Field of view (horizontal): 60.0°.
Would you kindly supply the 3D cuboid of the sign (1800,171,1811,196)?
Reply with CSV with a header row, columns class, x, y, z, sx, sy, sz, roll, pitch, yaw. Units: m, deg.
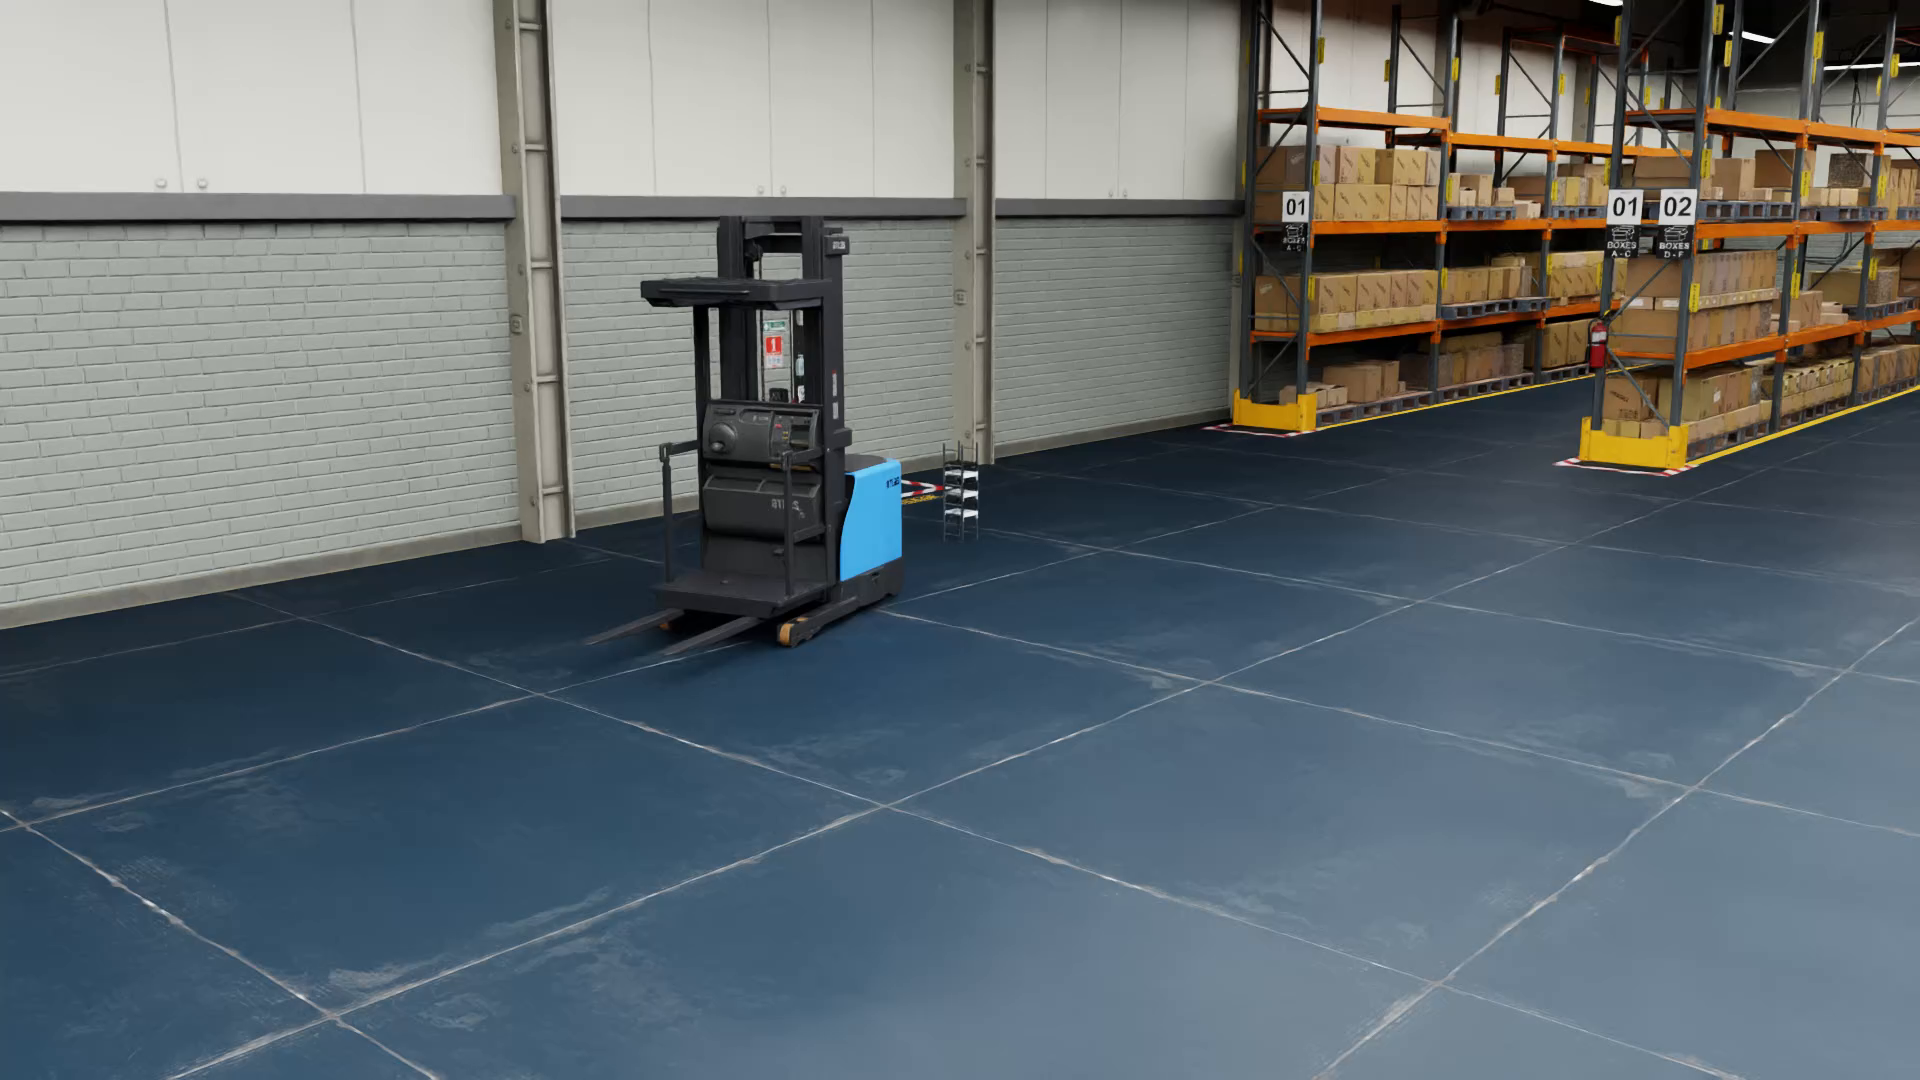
class,x,y,z,sx,sy,sz,roll,pitch,yaw
sign,11.097,-4.678,21.832,0.100,0.325,0.005,10,15,40

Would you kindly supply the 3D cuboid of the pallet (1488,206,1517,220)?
class,x,y,z,sx,sy,sz,roll,pitch,yaw
pallet,8.125,-5.235,26.622,1.213,0.211,1.003,10,15,40

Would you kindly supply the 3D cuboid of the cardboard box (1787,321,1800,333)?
class,x,y,z,sx,sy,sz,roll,pitch,yaw
cardboard box,11.418,-2.967,23.087,0.380,0.149,0.250,10,15,40

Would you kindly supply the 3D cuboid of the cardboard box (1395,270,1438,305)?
class,x,y,z,sx,sy,sz,roll,pitch,yaw
cardboard box,6.876,-3.820,25.137,0.500,0.500,0.500,10,15,40

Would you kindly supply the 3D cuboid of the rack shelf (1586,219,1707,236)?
class,x,y,z,sx,sy,sz,roll,pitch,yaw
rack shelf,13.557,-6.215,32.889,1.077,0.370,4.000,10,15,40

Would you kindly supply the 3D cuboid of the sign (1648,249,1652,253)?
class,x,y,z,sx,sy,sz,roll,pitch,yaw
sign,14.464,-5.928,34.856,0.100,0.325,0.005,10,15,40

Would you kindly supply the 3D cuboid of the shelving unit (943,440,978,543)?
class,x,y,z,sx,sy,sz,roll,pitch,yaw
shelving unit,0.005,-0.442,15.168,0.258,0.900,0.210,10,15,40

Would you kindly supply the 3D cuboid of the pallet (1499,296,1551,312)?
class,x,y,z,sx,sy,sz,roll,pitch,yaw
pallet,9.206,-4.002,28.117,1.213,0.211,1.003,10,15,40

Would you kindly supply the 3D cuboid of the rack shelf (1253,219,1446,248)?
class,x,y,z,sx,sy,sz,roll,pitch,yaw
rack shelf,5.635,-4.450,24.049,1.077,0.370,4.000,10,15,40

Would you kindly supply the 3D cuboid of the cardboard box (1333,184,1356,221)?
class,x,y,z,sx,sy,sz,roll,pitch,yaw
cardboard box,5.105,-4.659,22.951,0.500,0.500,0.500,-11,16,-44

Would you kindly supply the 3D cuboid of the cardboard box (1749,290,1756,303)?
class,x,y,z,sx,sy,sz,roll,pitch,yaw
cardboard box,9.988,-3.136,21.381,0.380,0.149,0.250,10,15,40

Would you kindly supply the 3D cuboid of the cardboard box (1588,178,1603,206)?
class,x,y,z,sx,sy,sz,roll,pitch,yaw
cardboard box,11.254,-6.333,30.263,0.700,0.500,0.500,9,15,39

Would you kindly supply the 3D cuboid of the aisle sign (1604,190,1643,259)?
class,x,y,z,sx,sy,sz,roll,pitch,yaw
aisle sign,7.775,-3.701,19.483,0.394,0.787,0.004,10,15,40

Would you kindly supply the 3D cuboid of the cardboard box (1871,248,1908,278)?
class,x,y,z,sx,sy,sz,roll,pitch,yaw
cardboard box,16.099,-4.810,28.867,0.500,0.500,0.500,10,15,41

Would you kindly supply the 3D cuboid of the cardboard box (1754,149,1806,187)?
class,x,y,z,sx,sy,sz,roll,pitch,yaw
cardboard box,11.116,-5.043,22.577,0.500,0.500,0.500,10,15,41

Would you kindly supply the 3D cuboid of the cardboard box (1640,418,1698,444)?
class,x,y,z,sx,sy,sz,roll,pitch,yaw
cardboard box,8.560,-1.305,20.075,0.500,0.250,0.500,10,15,40

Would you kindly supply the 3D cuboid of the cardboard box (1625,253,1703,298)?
class,x,y,z,sx,sy,sz,roll,pitch,yaw
cardboard box,8.391,-3.158,19.833,0.700,0.500,0.500,10,15,41

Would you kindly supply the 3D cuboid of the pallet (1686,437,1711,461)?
class,x,y,z,sx,sy,sz,roll,pitch,yaw
pallet,8.512,-1.148,20.459,1.003,0.211,1.213,10,15,40

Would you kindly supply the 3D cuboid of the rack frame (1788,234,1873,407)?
class,x,y,z,sx,sy,sz,roll,pitch,yaw
rack frame,13.320,-3.575,25.489,1.000,3.000,0.127,10,15,40

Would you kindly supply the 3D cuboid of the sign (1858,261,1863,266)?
class,x,y,z,sx,sy,sz,roll,pitch,yaw
sign,15.547,-4.657,28.696,0.100,0.325,0.005,10,15,40

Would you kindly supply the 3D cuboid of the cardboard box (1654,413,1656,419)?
class,x,y,z,sx,sy,sz,roll,pitch,yaw
cardboard box,8.492,-1.447,20.786,0.500,0.250,0.500,10,15,40

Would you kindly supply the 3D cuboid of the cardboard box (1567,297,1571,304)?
class,x,y,z,sx,sy,sz,roll,pitch,yaw
cardboard box,10.637,-4.276,29.590,0.380,0.149,0.250,10,15,42

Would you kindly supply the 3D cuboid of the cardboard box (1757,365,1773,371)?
class,x,y,z,sx,sy,sz,roll,pitch,yaw
cardboard box,11.401,-2.366,23.953,0.500,0.311,0.500,10,15,40

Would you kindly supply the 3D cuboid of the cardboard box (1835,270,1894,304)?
class,x,y,z,sx,sy,sz,roll,pitch,yaw
cardboard box,14.398,-4.047,26.525,0.500,0.500,0.700,-9,14,-37

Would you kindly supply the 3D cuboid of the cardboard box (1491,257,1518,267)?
class,x,y,z,sx,sy,sz,roll,pitch,yaw
cardboard box,9.190,-4.693,28.056,0.380,0.149,0.250,7,13,31

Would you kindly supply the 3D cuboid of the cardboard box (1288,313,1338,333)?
class,x,y,z,sx,sy,sz,roll,pitch,yaw
cardboard box,4.876,-3.004,22.966,0.500,0.250,0.500,9,15,39

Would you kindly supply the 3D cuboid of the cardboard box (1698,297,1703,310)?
class,x,y,z,sx,sy,sz,roll,pitch,yaw
cardboard box,8.632,-2.834,19.868,0.380,0.149,0.250,9,15,39

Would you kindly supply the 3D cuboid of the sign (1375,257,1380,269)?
class,x,y,z,sx,sy,sz,roll,pitch,yaw
sign,6.536,-4.265,25.989,0.100,0.325,0.005,10,15,40

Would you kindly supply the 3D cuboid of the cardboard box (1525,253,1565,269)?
class,x,y,z,sx,sy,sz,roll,pitch,yaw
cardboard box,10.108,-4.825,28.767,0.500,0.250,0.500,10,15,42

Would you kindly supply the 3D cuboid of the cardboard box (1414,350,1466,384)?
class,x,y,z,sx,sy,sz,roll,pitch,yaw
cardboard box,7.732,-2.809,26.914,0.700,0.500,0.500,9,15,39

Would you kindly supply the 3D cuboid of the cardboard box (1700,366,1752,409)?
class,x,y,z,sx,sy,sz,roll,pitch,yaw
cardboard box,9.871,-1.969,21.482,0.500,0.500,0.500,10,15,40

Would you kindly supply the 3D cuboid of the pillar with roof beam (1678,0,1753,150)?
class,x,y,z,sx,sy,sz,roll,pitch,yaw
pillar with roof beam,19.243,-8.286,33.760,9.100,9.000,0.548,10,15,40

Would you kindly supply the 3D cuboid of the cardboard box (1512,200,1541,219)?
class,x,y,z,sx,sy,sz,roll,pitch,yaw
cardboard box,9.324,-5.511,27.700,0.500,0.311,0.500,10,15,40

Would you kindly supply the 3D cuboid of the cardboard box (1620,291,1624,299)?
class,x,y,z,sx,sy,sz,roll,pitch,yaw
cardboard box,12.226,-4.603,31.229,0.380,0.149,0.250,10,15,41

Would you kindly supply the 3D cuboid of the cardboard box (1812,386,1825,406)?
class,x,y,z,sx,sy,sz,roll,pitch,yaw
cardboard box,12.146,-2.097,24.040,0.500,0.250,0.500,10,15,41

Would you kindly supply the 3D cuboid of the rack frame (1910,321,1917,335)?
class,x,y,z,sx,sy,sz,roll,pitch,yaw
rack frame,18.600,-4.752,31.382,1.000,3.000,0.127,10,15,40

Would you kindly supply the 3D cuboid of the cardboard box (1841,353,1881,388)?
class,x,y,z,sx,sy,sz,roll,pitch,yaw
cardboard box,14.176,-2.672,26.230,0.500,0.500,0.500,9,14,38

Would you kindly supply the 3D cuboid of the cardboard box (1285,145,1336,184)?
class,x,y,z,sx,sy,sz,roll,pitch,yaw
cardboard box,4.752,-5.083,22.523,0.500,0.500,0.500,8,14,36

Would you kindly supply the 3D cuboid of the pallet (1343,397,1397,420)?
class,x,y,z,sx,sy,sz,roll,pitch,yaw
pallet,5.734,-1.975,24.599,1.003,0.211,1.213,10,15,40

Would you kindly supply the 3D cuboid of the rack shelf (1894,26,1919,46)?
class,x,y,z,sx,sy,sz,roll,pitch,yaw
rack shelf,17.280,-8.676,29.066,1.077,0.370,4.000,10,15,40

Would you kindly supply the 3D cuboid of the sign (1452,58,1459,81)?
class,x,y,z,sx,sy,sz,roll,pitch,yaw
sign,7.351,-6.992,24.694,0.100,0.325,0.005,10,15,40

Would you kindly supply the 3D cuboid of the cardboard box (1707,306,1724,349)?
class,x,y,z,sx,sy,sz,roll,pitch,yaw
cardboard box,9.032,-2.664,20.673,0.700,0.500,0.500,10,15,41

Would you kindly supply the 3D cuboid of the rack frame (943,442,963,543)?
class,x,y,z,sx,sy,sz,roll,pitch,yaw
rack frame,-0.062,-0.428,15.093,0.240,0.900,0.006,10,15,40

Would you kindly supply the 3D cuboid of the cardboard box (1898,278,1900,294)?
class,x,y,z,sx,sy,sz,roll,pitch,yaw
cardboard box,16.097,-4.319,28.960,0.500,0.500,0.500,10,15,41

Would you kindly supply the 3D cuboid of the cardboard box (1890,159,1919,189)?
class,x,y,z,sx,sy,sz,roll,pitch,yaw
cardboard box,16.252,-6.250,28.416,0.700,0.500,0.500,10,15,40

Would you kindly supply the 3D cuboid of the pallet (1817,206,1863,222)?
class,x,y,z,sx,sy,sz,roll,pitch,yaw
pallet,12.203,-4.677,23.830,1.003,0.211,1.213,11,16,43

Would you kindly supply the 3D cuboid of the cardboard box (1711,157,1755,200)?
class,x,y,z,sx,sy,sz,roll,pitch,yaw
cardboard box,9.340,-4.401,20.283,0.500,0.500,0.500,10,15,40

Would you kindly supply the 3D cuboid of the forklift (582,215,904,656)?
class,x,y,z,sx,sy,sz,roll,pitch,yaw
forklift,-1.516,-0.791,11.728,1.130,2.935,3.031,5,12,24

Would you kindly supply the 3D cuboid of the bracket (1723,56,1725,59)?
class,x,y,z,sx,sy,sz,roll,pitch,yaw
bracket,16.550,-10.623,36.270,0.235,0.232,0.430,10,15,40

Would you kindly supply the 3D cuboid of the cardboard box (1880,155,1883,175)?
class,x,y,z,sx,sy,sz,roll,pitch,yaw
cardboard box,13.949,-5.723,25.780,0.500,0.500,0.500,10,15,40

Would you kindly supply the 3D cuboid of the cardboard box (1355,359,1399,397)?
class,x,y,z,sx,sy,sz,roll,pitch,yaw
cardboard box,6.301,-2.458,25.157,0.500,0.500,0.500,8,14,36

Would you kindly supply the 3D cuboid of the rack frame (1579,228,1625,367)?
class,x,y,z,sx,sy,sz,roll,pitch,yaw
rack frame,12.236,-4.803,31.639,1.000,3.000,0.127,10,15,40

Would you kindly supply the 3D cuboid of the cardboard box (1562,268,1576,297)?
class,x,y,z,sx,sy,sz,roll,pitch,yaw
cardboard box,10.462,-4.533,29.223,0.500,0.500,0.500,10,15,42
